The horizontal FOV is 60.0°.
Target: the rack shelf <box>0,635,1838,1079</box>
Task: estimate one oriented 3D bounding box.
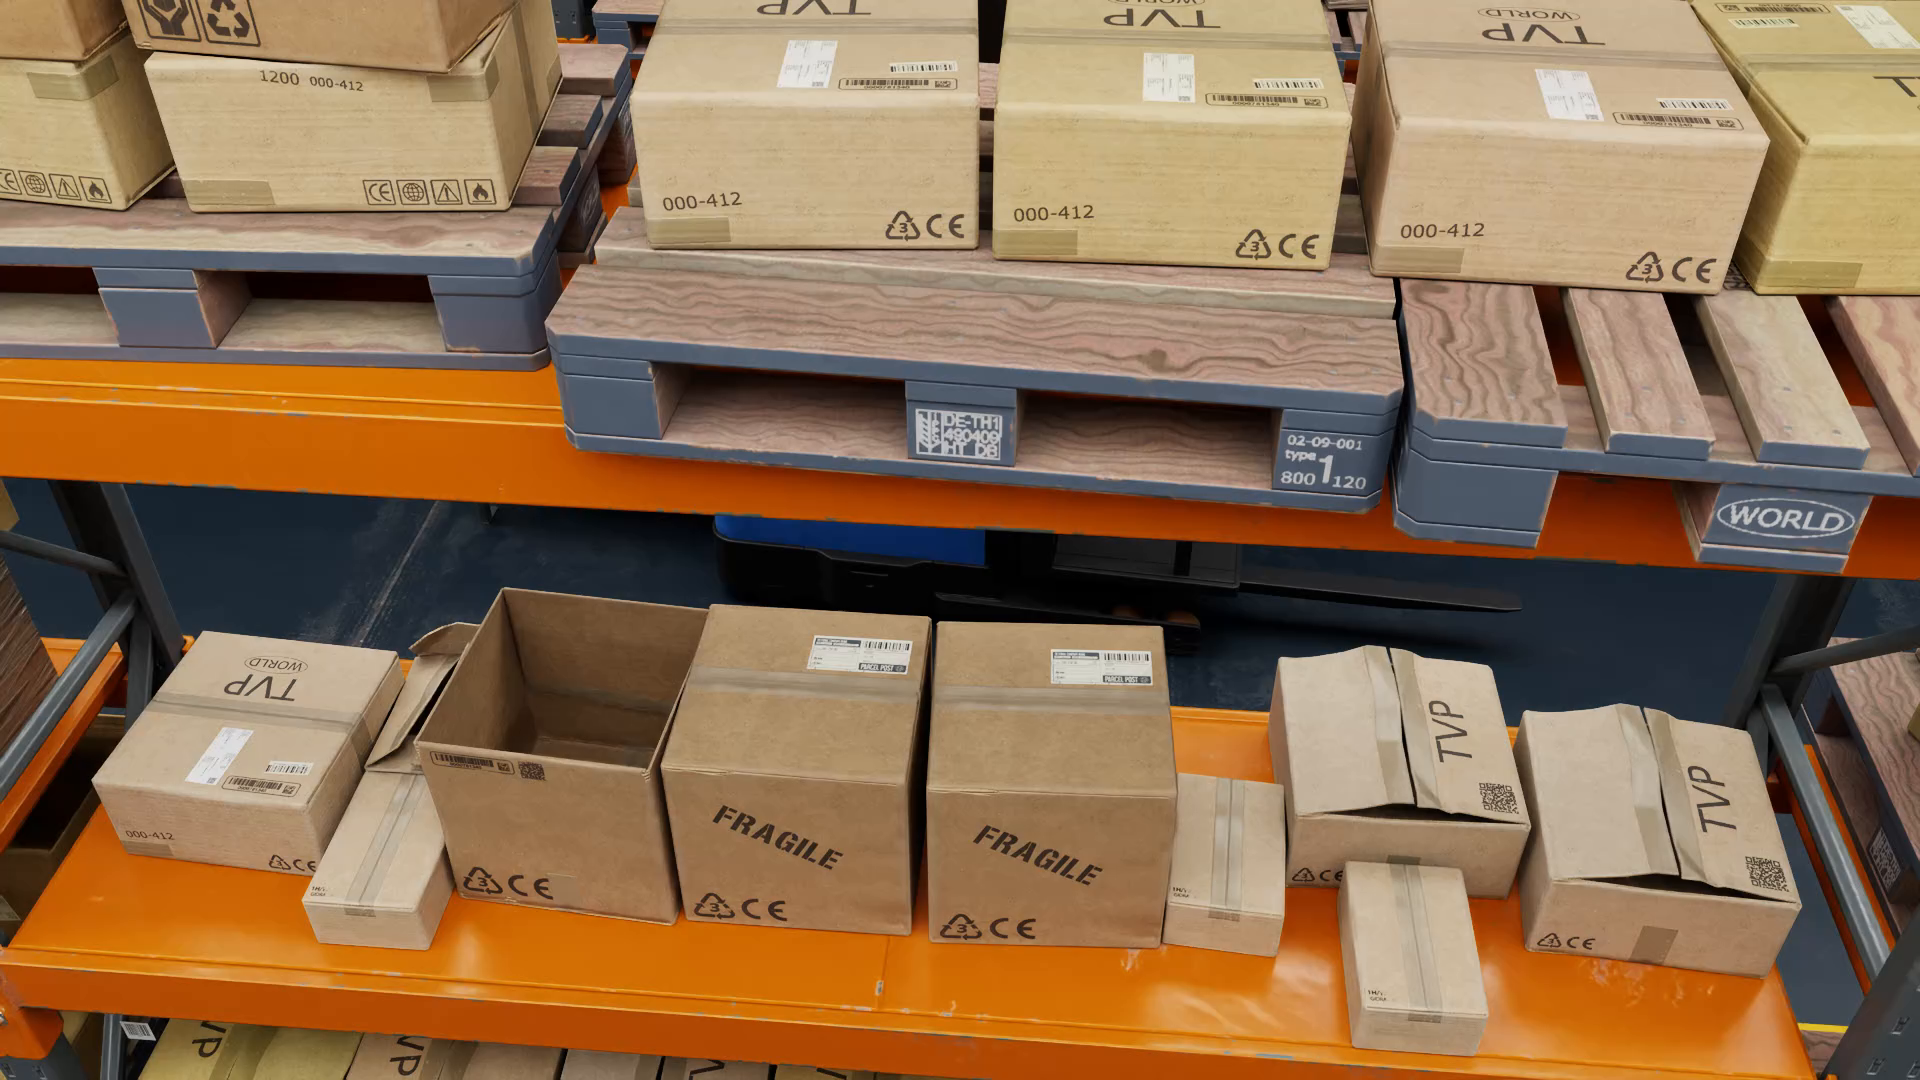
[{"bbox_3d":[-0.129,0.822,3.934,4.000,0.370,1.077,3,39,4],"label":"rack shelf"}]

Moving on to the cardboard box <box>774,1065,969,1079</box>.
[{"bbox_3d":[-0.199,1.382,4.077,0.500,0.311,0.500,4,39,5],"label":"cardboard box"}]

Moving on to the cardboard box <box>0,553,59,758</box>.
[{"bbox_3d":[-2.564,0.375,3.834,0.500,0.500,0.700,2,39,3],"label":"cardboard box"}]

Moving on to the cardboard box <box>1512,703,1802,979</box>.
[{"bbox_3d":[1.505,0.639,3.659,0.500,0.311,0.500,5,39,7],"label":"cardboard box"}]

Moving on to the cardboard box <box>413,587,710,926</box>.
[{"bbox_3d":[-0.833,0.476,3.710,0.500,0.500,0.500,6,40,7],"label":"cardboard box"}]

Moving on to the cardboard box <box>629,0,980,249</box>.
[{"bbox_3d":[-0.222,-0.691,2.633,0.500,0.250,0.500,0,39,0],"label":"cardboard box"}]

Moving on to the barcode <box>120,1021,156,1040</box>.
[{"bbox_3d":[-1.903,1.136,3.849,0.075,0.075,0.001,3,39,4],"label":"barcode"}]

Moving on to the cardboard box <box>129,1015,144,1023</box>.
[{"bbox_3d":[-2.557,1.122,4.841,0.500,0.250,0.500,3,39,4],"label":"cardboard box"}]

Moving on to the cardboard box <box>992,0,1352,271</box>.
[{"bbox_3d":[0.314,-0.661,2.596,0.500,0.250,0.500,2,39,3],"label":"cardboard box"}]

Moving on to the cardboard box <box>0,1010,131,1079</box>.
[{"bbox_3d":[-2.602,1.450,4.438,0.500,0.250,0.500,3,39,4],"label":"cardboard box"}]

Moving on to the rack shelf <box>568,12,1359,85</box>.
[{"bbox_3d":[0.295,-2.294,7.762,4.000,0.370,1.077,3,39,4],"label":"rack shelf"}]

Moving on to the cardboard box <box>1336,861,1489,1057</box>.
[{"bbox_3d":[0.944,0.874,3.499,0.250,0.149,0.380,3,39,4],"label":"cardboard box"}]

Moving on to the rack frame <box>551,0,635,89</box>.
[{"bbox_3d":[-1.698,-2.682,7.668,0.127,3.000,1.000,3,39,4],"label":"rack frame"}]

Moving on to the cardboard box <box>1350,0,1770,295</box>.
[{"bbox_3d":[0.883,-0.623,2.549,0.500,0.250,0.500,4,39,5],"label":"cardboard box"}]

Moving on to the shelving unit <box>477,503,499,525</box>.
[{"bbox_3d":[-1.408,-0.749,6.482,1.048,1.500,0.538,6,40,7],"label":"shelving unit"}]

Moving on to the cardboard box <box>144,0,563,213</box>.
[{"bbox_3d":[-0.961,-0.766,2.725,0.500,0.250,0.500,0,39,-1],"label":"cardboard box"}]

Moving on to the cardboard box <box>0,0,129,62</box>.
[{"bbox_3d":[-1.510,-1.066,2.500,0.500,0.500,0.500,4,39,4],"label":"cardboard box"}]

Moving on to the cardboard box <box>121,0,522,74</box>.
[{"bbox_3d":[-0.941,-1.050,2.480,0.500,0.500,0.500,7,40,8],"label":"cardboard box"}]

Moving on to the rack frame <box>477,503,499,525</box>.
[{"bbox_3d":[-1.910,-0.801,6.546,0.032,1.500,0.500,6,40,7],"label":"rack frame"}]

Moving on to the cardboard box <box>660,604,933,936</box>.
[{"bbox_3d":[-0.334,0.503,3.676,0.500,0.500,0.500,3,39,4],"label":"cardboard box"}]

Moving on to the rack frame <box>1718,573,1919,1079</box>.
[{"bbox_3d":[1.864,0.652,3.573,0.127,3.000,1.000,3,39,4],"label":"rack frame"}]

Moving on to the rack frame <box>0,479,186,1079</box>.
[{"bbox_3d":[-2.121,0.434,3.841,0.127,3.000,1.000,3,39,4],"label":"rack frame"}]

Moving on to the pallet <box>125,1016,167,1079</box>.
[{"bbox_3d":[-2.910,1.446,4.806,1.213,0.211,1.003,3,39,4],"label":"pallet"}]

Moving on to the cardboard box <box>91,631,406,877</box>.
[{"bbox_3d":[-1.627,0.492,3.889,0.500,0.250,0.500,5,39,7],"label":"cardboard box"}]

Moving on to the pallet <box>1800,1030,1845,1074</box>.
[{"bbox_3d":[2.604,1.798,4.374,1.213,0.211,1.003,3,39,4],"label":"pallet"}]

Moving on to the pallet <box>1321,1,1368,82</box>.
[{"bbox_3d":[1.568,-2.361,7.427,1.003,0.211,1.213,3,39,4],"label":"pallet"}]

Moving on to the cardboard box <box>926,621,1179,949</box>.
[{"bbox_3d":[0.191,0.532,3.641,0.500,0.500,0.500,1,39,1],"label":"cardboard box"}]

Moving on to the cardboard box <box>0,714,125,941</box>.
[{"bbox_3d":[-2.556,0.825,4.612,0.500,0.500,0.500,3,39,4],"label":"cardboard box"}]

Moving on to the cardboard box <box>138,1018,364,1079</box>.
[{"bbox_3d":[-1.731,1.299,4.179,0.500,0.311,0.500,3,39,4],"label":"cardboard box"}]

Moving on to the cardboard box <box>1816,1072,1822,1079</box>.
[{"bbox_3d":[2.293,1.655,3.972,0.500,0.500,0.500,5,39,6],"label":"cardboard box"}]

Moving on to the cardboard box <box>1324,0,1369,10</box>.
[{"bbox_3d":[1.818,-2.692,7.254,0.500,0.500,0.700,-1,39,-1],"label":"cardboard box"}]

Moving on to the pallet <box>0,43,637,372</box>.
[{"bbox_3d":[-1.241,-0.615,2.905,1.217,0.209,0.805,2,39,2],"label":"pallet"}]

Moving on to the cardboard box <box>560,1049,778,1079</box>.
[{"bbox_3d":[-0.717,1.357,4.108,0.500,0.311,0.500,2,39,2],"label":"cardboard box"}]

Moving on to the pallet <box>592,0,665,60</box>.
[{"bbox_3d":[-0.949,-2.474,7.565,1.213,0.211,1.003,3,39,4],"label":"pallet"}]

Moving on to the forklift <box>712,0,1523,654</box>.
[{"bbox_3d":[0.621,-1.073,5.746,3.031,2.935,1.130,6,40,7],"label":"forklift"}]

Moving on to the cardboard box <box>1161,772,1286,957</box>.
[{"bbox_3d":[0.588,0.715,3.694,0.250,0.149,0.380,6,40,7],"label":"cardboard box"}]

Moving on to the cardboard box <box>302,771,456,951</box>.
[{"bbox_3d":[-1.256,0.708,3.703,0.250,0.149,0.380,3,39,4],"label":"cardboard box"}]

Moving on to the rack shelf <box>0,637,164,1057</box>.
[{"bbox_3d":[-4.114,0.604,4.201,4.000,0.370,1.077,3,39,4],"label":"rack shelf"}]

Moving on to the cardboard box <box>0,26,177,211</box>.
[{"bbox_3d":[-1.508,-0.794,2.760,0.500,0.250,0.500,7,40,8],"label":"cardboard box"}]

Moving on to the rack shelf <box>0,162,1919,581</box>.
[{"bbox_3d":[-0.129,-0.341,2.987,4.000,0.370,1.077,3,39,4],"label":"rack shelf"}]

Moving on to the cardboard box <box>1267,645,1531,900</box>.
[{"bbox_3d":[0.989,0.516,3.811,0.500,0.311,0.500,3,39,3],"label":"cardboard box"}]

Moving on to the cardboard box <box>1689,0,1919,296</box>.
[{"bbox_3d":[1.407,-0.605,2.528,0.500,0.250,0.500,0,39,1],"label":"cardboard box"}]

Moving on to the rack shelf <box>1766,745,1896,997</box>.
[{"bbox_3d":[3.856,1.040,3.666,4.000,0.370,1.077,3,39,4],"label":"rack shelf"}]

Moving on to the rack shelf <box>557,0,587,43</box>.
[{"bbox_3d":[-3.690,-2.512,8.029,4.000,0.370,1.077,3,39,4],"label":"rack shelf"}]

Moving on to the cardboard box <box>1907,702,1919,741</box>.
[{"bbox_3d":[2.501,0.414,3.454,0.500,0.500,0.700,-9,40,-11],"label":"cardboard box"}]

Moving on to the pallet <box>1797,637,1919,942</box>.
[{"bbox_3d":[2.545,0.719,3.642,1.003,0.211,1.213,3,39,4],"label":"pallet"}]

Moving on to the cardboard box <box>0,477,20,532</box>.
[{"bbox_3d":[-2.372,0.007,3.772,0.250,0.149,0.380,3,39,4],"label":"cardboard box"}]

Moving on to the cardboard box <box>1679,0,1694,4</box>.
[{"bbox_3d":[3.270,-2.404,6.996,0.500,0.500,0.500,4,39,5],"label":"cardboard box"}]

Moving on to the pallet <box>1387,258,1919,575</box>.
[{"bbox_3d":[1.180,-0.419,2.662,1.003,0.211,1.213,5,39,6],"label":"pallet"}]

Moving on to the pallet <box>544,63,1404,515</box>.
[{"bbox_3d":[0.066,-0.478,2.734,1.213,0.211,1.003,5,39,6],"label":"pallet"}]

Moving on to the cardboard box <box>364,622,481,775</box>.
[{"bbox_3d":[-1.230,0.419,3.966,0.258,0.266,0.396,2,39,3],"label":"cardboard box"}]

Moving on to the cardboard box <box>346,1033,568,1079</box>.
[{"bbox_3d":[-1.233,1.330,4.141,0.500,0.311,0.500,3,39,3],"label":"cardboard box"}]
